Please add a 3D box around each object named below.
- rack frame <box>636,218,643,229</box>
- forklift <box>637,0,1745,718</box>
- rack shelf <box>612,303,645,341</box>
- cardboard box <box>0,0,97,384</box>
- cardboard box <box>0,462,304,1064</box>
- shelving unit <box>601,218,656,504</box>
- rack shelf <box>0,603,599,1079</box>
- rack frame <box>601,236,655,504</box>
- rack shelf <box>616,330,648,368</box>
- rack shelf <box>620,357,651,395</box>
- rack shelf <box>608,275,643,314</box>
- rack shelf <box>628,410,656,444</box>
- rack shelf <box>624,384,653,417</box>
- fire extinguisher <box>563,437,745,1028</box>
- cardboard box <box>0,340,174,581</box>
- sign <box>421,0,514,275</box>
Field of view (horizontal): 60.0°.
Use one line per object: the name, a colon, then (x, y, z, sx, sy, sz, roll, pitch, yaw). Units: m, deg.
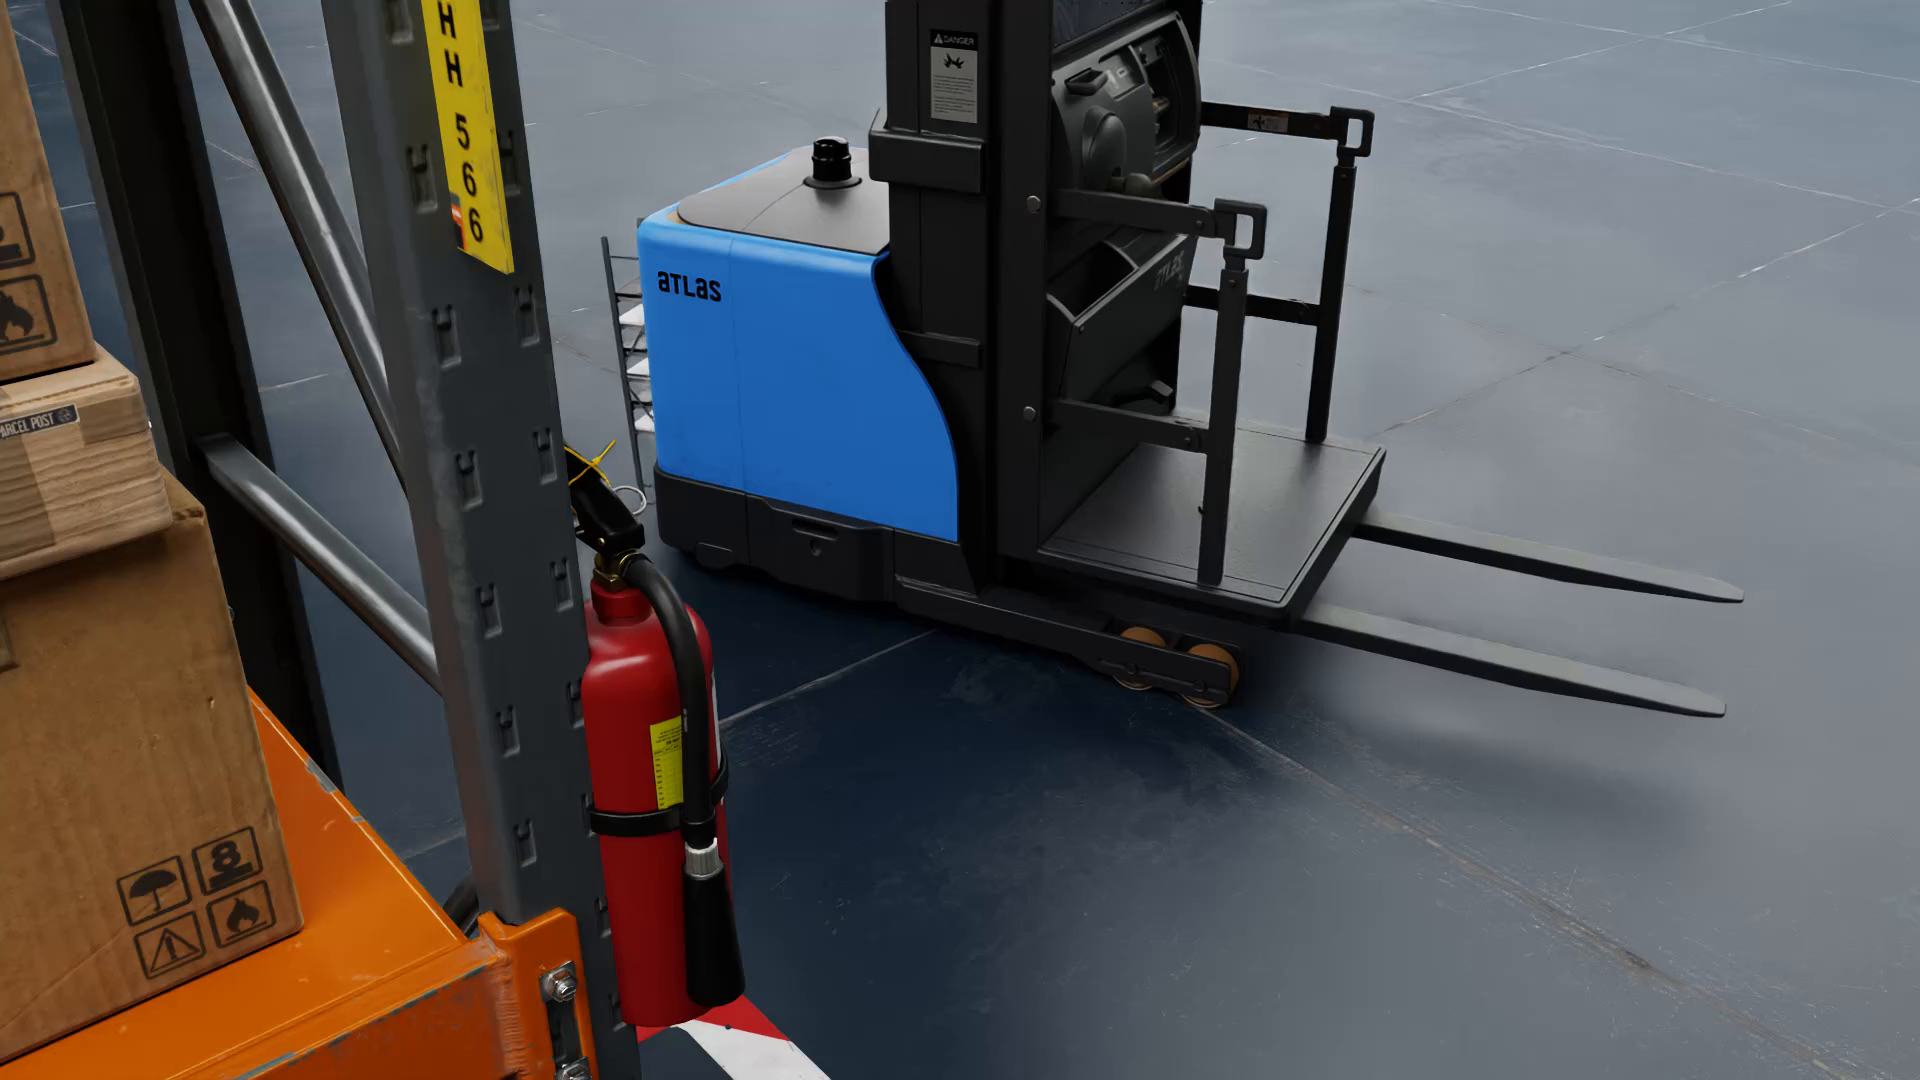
rack frame: (-0.888, -0.599, 5.402, 0.240, 0.900, 0.006, 8, 29, 21)
forklift: (0.626, -1.133, 4.260, 3.031, 2.935, 1.130, 13, 31, 23)
rack shelf: (-0.932, -0.685, 5.252, 0.258, 0.077, 0.200, 8, 29, 21)
cardboard box: (-1.135, -0.418, 1.367, 0.500, 0.500, 0.700, -22, 35, -35)
cardboard box: (-1.095, 0.138, 1.703, 0.500, 0.500, 0.700, -22, 35, -35)
shelving unit: (-0.926, -0.554, 5.319, 0.258, 0.900, 0.210, 8, 29, 21)
rack shelf: (-2.253, 0.973, 1.010, 4.000, 0.370, 1.077, -22, 35, -35)
rack frame: (-0.964, -0.510, 5.236, 0.240, 0.900, 0.006, 8, 29, 21)
rack shelf: (-0.928, -0.605, 5.293, 0.258, 0.077, 0.200, 8, 29, 21)
rack shelf: (-0.924, -0.525, 5.334, 0.258, 0.077, 0.200, 8, 29, 21)
rack shelf: (-0.937, -0.765, 5.211, 0.258, 0.077, 0.200, 8, 29, 21)
rack shelf: (-0.916, -0.365, 5.416, 0.258, 0.077, 0.200, 8, 29, 21)
rack shelf: (-0.920, -0.445, 5.375, 0.258, 0.077, 0.200, 8, 29, 21)
fire extinguisher: (-0.340, 0.208, 1.760, 0.183, 0.674, 0.296, -22, 35, -35)
cardboard box: (-0.899, -0.101, 1.463, 0.250, 0.149, 0.380, -23, 35, -36)
sign: (-0.390, -0.373, 1.285, 0.005, 0.325, 0.100, -22, 35, -35)
